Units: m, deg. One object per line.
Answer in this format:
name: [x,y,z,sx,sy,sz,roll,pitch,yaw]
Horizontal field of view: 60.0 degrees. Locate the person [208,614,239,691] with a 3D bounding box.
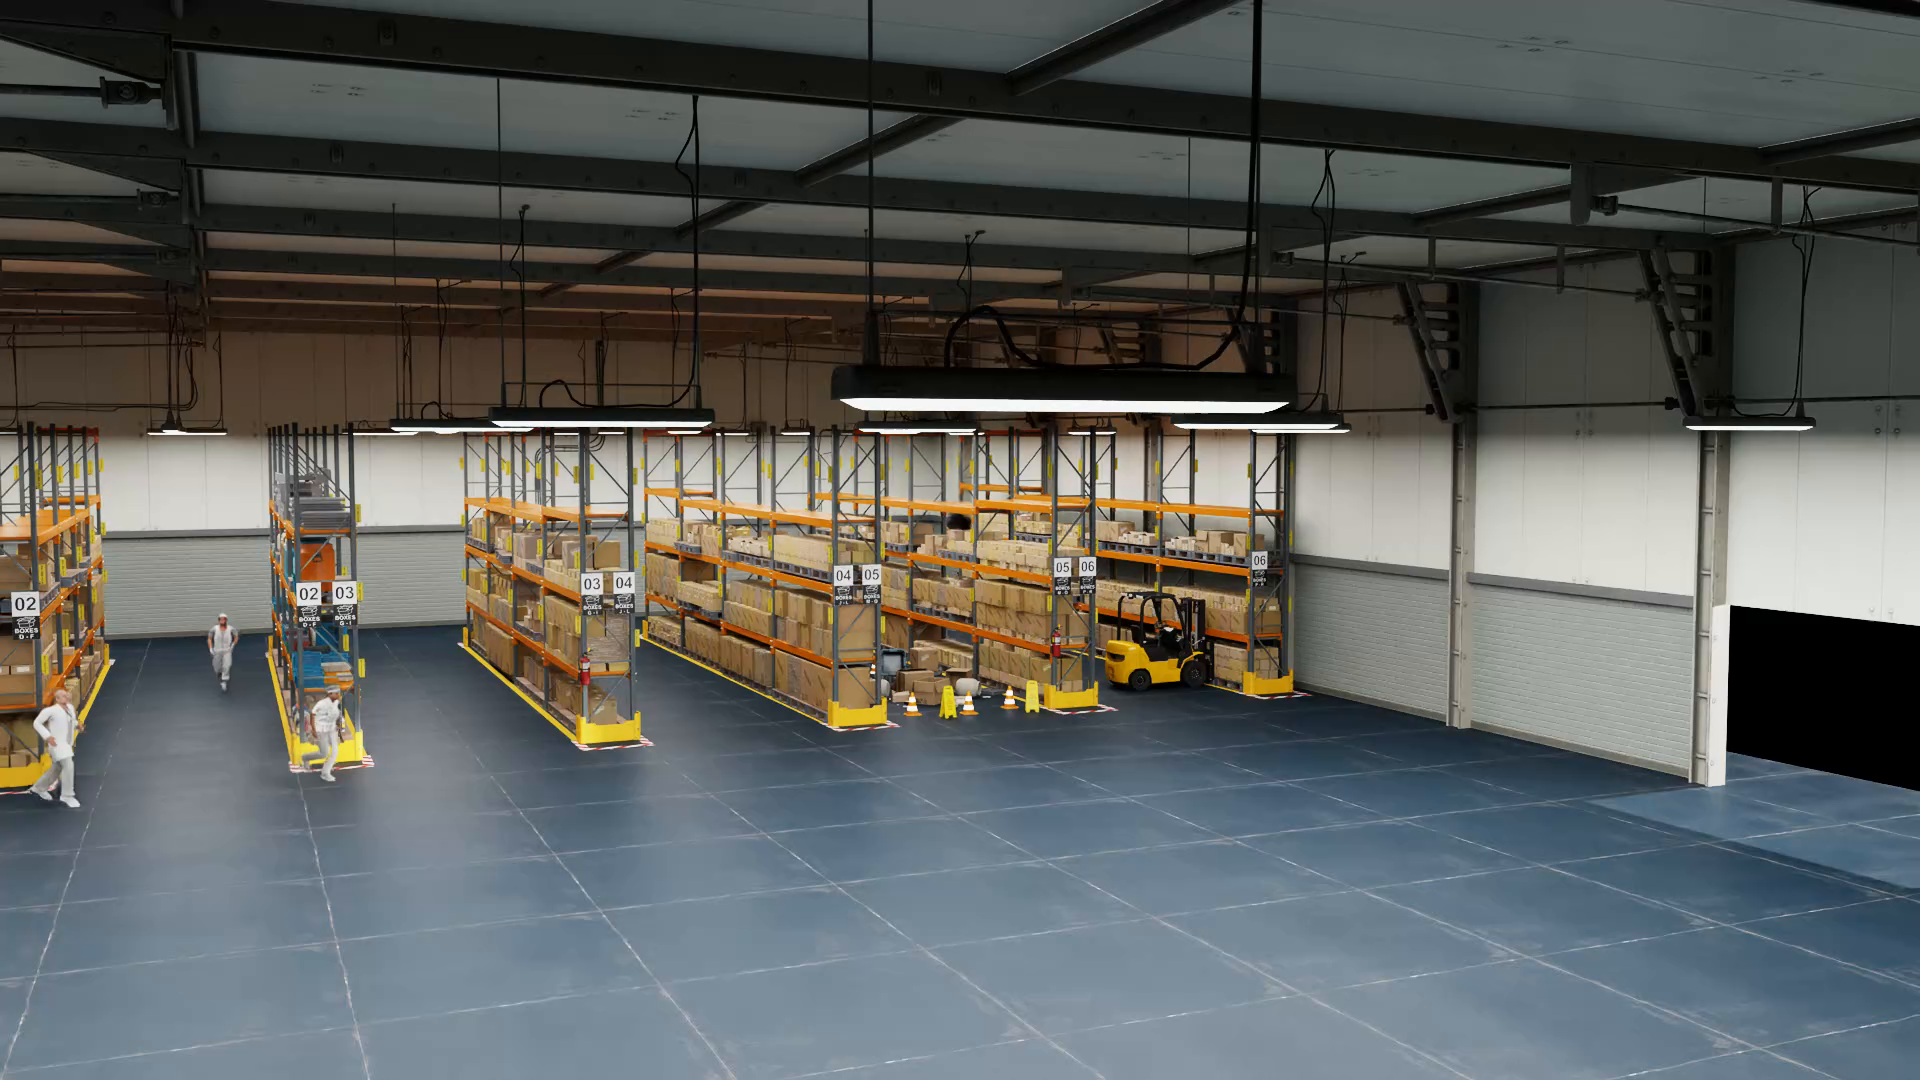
person: [-16.818,2.549,37.977,0.659,1.730,0.720,-1,4,-19]

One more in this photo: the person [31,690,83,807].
person: [-14.123,3.248,26.024,0.891,1.842,0.709,0,4,7]

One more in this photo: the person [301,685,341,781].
person: [-10.719,3.222,27.965,0.759,1.622,0.566,1,4,14]
